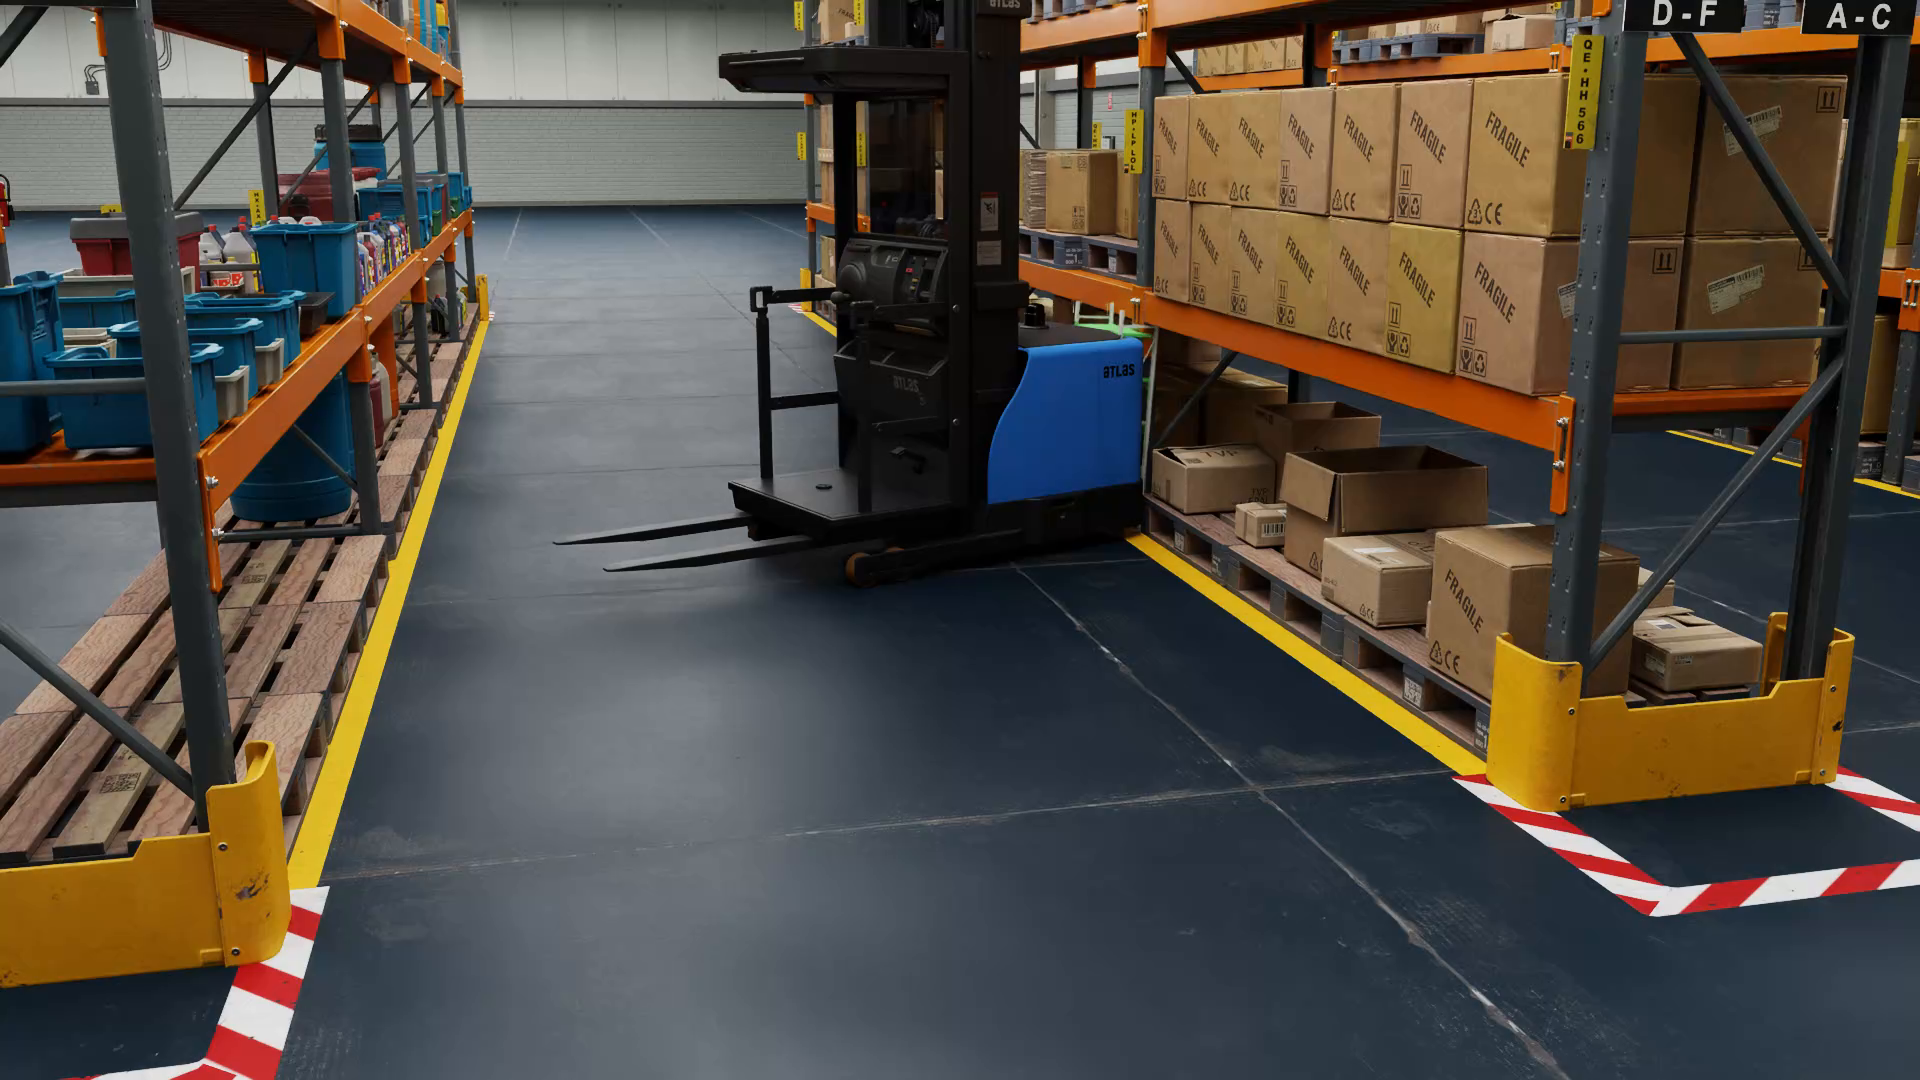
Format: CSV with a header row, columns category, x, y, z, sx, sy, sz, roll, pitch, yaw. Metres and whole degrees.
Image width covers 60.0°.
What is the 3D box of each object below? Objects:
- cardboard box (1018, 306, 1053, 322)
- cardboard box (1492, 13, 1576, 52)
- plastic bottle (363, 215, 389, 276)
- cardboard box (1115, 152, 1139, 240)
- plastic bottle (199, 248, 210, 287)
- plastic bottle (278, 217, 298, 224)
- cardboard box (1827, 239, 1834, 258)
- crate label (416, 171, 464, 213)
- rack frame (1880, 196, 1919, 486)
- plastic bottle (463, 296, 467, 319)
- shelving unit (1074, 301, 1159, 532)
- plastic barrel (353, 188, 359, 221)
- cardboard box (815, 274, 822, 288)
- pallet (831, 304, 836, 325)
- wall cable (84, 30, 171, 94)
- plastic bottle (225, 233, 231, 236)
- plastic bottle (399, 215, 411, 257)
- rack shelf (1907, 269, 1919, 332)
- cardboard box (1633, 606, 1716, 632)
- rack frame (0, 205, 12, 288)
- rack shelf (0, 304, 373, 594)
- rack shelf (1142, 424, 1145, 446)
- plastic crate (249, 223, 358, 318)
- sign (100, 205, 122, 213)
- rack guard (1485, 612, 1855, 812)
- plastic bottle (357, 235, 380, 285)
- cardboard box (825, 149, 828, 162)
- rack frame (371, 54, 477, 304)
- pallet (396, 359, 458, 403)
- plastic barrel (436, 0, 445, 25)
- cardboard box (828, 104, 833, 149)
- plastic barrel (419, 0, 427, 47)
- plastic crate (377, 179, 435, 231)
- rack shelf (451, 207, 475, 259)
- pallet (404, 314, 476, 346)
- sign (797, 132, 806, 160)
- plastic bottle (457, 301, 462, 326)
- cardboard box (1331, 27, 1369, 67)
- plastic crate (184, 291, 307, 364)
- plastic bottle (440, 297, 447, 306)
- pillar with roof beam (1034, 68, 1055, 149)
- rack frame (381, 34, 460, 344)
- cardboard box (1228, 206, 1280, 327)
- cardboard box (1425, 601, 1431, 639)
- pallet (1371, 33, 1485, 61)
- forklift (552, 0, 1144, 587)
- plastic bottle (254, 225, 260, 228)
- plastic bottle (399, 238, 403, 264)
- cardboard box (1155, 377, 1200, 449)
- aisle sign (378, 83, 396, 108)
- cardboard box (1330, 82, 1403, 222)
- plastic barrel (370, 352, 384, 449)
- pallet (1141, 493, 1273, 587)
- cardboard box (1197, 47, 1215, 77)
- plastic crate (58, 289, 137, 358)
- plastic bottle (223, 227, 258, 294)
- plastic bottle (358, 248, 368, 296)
category,x,y,z,sx,sy,sz,roll,pitch,yaw
cardboard box,0.672,-1.757,13.524,0.500,0.311,0.500,-3,14,-11
cardboard box,4.892,-4.330,14.157,0.500,0.311,0.500,-3,14,-13
plastic bottle,-3.457,-1.734,9.808,0.144,0.351,0.185,-3,14,-13
cardboard box,1.332,-2.085,10.047,0.700,0.500,0.500,-1,14,-4
plastic bottle,-3.774,-1.293,8.162,0.152,0.276,0.135,-3,14,-13
plastic bottle,-4.519,-2.025,11.159,0.152,0.276,0.135,-3,14,-13
cardboard box,5.809,-1.902,10.879,0.380,0.149,0.250,-3,14,-11
crate label,-5.490,-3.657,17.500,0.502,0.435,0.616,-3,14,-13
rack frame,6.263,-1.833,10.109,1.000,3.000,0.127,-3,14,-13
plastic bottle,-5.263,-2.449,17.442,0.152,0.276,0.135,-4,14,-15
shelving unit,0.815,-0.684,9.156,0.258,1.200,0.503,-2,14,-25
plastic barrel,-4.756,-2.483,12.536,0.421,0.512,0.421,0,14,0
cardboard box,-1.460,-3.056,20.026,0.500,0.250,0.500,-3,14,-13
pallet,-0.866,-2.515,18.775,1.003,0.211,1.213,-3,14,-13
wall cable,-23.390,-15.498,46.237,2.305,6.003,0.169,-3,14,-13
plastic bottle,-4.064,-1.579,9.329,0.152,0.276,0.135,-3,14,-13
plastic bottle,-3.797,-2.077,11.355,0.061,0.283,0.133,-3,14,-13
rack shelf,6.732,-1.022,8.306,1.077,0.370,4.000,-3,14,-13
cardboard box,2.565,0.356,6.193,0.380,0.166,0.250,-3,14,-13
rack frame,-11.000,-3.773,18.050,1.000,3.000,0.127,-3,14,-13
rack shelf,-2.897,-0.470,6.046,1.077,0.370,4.000,-3,14,-13
rack shelf,0.811,-0.622,9.170,0.258,0.148,0.480,-2,14,-25
plastic crate,-2.926,-1.213,7.481,0.392,0.384,0.575,-3,14,-13
sign,-3.902,-1.385,7.693,0.100,0.325,0.005,-3,14,-13
rack guard,2.370,0.564,5.567,1.175,0.500,0.348,-3,14,-13
plastic bottle,-3.323,-1.562,9.262,0.152,0.276,0.135,-3,14,-13
cardboard box,-1.365,-4.467,19.314,0.380,0.149,0.250,-3,14,-13
rack frame,-6.185,-4.049,19.180,1.000,3.000,0.127,-3,14,-13
pallet,-4.734,-1.311,13.847,1.003,0.211,1.213,-3,14,-13
plastic barrel,-5.794,-5.546,17.705,0.600,0.588,0.600,0,14,0
cardboard box,-1.131,-4.761,19.152,0.700,0.500,0.500,-4,14,-15
plastic barrel,-4.608,-4.420,13.322,0.600,0.901,0.708,-3,14,-13
plastic crate,-4.389,-2.624,13.214,0.402,0.464,0.583,-3,14,-13
rack shelf,-5.716,-3.238,17.377,1.077,0.370,4.000,-3,14,-13
pallet,-5.653,-2.211,17.532,1.003,0.211,1.213,-3,14,-13
sign,-1.911,-4.754,20.074,0.100,0.325,0.005,-3,14,-13
plastic bottle,-5.032,-2.263,16.522,0.144,0.351,0.185,-3,14,-12
cardboard box,4.024,-5.297,17.716,0.500,0.500,0.500,-3,14,-12
plastic crate,-2.545,-0.754,5.920,0.416,0.233,0.300,-3,14,-13
plastic bottle,-5.315,-2.354,17.053,0.152,0.276,0.135,-3,14,-13
pillar with roof beam,-2.553,-9.931,30.614,9.100,9.000,0.400,-3,14,-13
rack frame,-5.246,-3.126,15.403,1.000,3.000,0.127,-3,14,-13
cardboard box,1.542,-1.238,7.465,0.500,0.500,0.500,-3,14,-13
cardboard box,2.013,0.319,6.343,0.380,0.166,0.250,-3,14,-13
pallet,4.672,-4.657,15.744,1.213,0.211,1.003,-3,14,-13
forklift,-0.518,-1.339,8.232,3.031,2.935,1.130,-9,17,-33
plastic bottle,-4.324,-1.804,10.263,0.097,0.271,0.097,0,14,0
plastic bottle,-3.665,-1.889,10.758,0.097,0.201,0.097,0,14,0
cardboard box,1.054,-0.653,9.621,0.500,0.500,0.500,-3,14,-13
aisle sign,-6.487,-5.312,18.873,0.394,0.787,0.004,-3,14,-13
cardboard box,1.770,-1.491,6.391,0.500,0.500,0.500,-3,14,-12
plastic barrel,-3.910,-0.864,10.338,0.600,0.588,0.708,-3,14,-13
pallet,1.609,-0.043,8.658,1.003,0.211,1.213,-3,14,-13
cardboard box,3.280,-6.026,20.697,0.500,0.500,0.500,-3,14,-12
plastic crate,-3.159,-0.765,5.966,0.416,0.233,0.300,-3,14,-13
plastic bottle,-3.761,-1.459,8.681,0.144,0.351,0.185,-3,14,-13
plastic bottle,-3.138,-1.405,8.631,0.097,0.271,0.097,0,14,0
